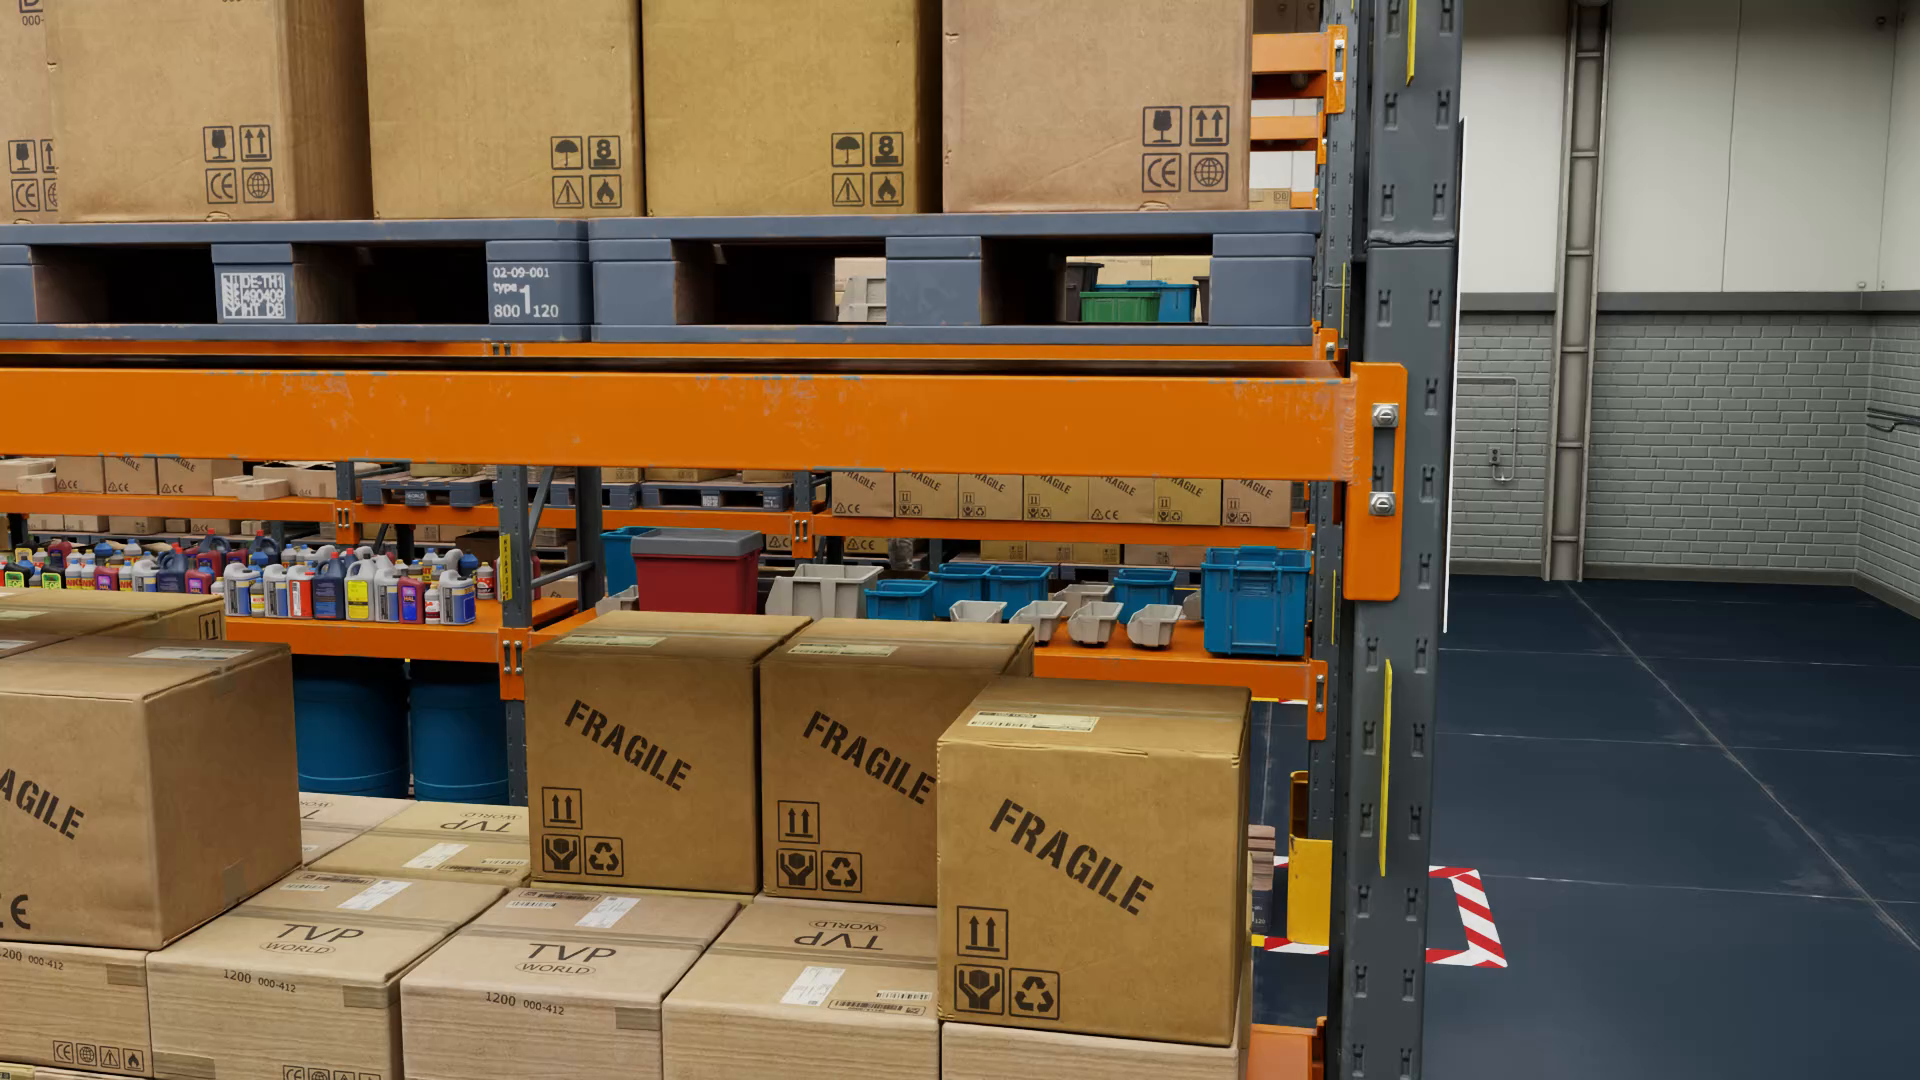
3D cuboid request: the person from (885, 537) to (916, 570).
[{"bbox_3d":[-0.563,-0.096,15.456,0.424,1.789,0.545,2,8,13],"label":"person"}]
